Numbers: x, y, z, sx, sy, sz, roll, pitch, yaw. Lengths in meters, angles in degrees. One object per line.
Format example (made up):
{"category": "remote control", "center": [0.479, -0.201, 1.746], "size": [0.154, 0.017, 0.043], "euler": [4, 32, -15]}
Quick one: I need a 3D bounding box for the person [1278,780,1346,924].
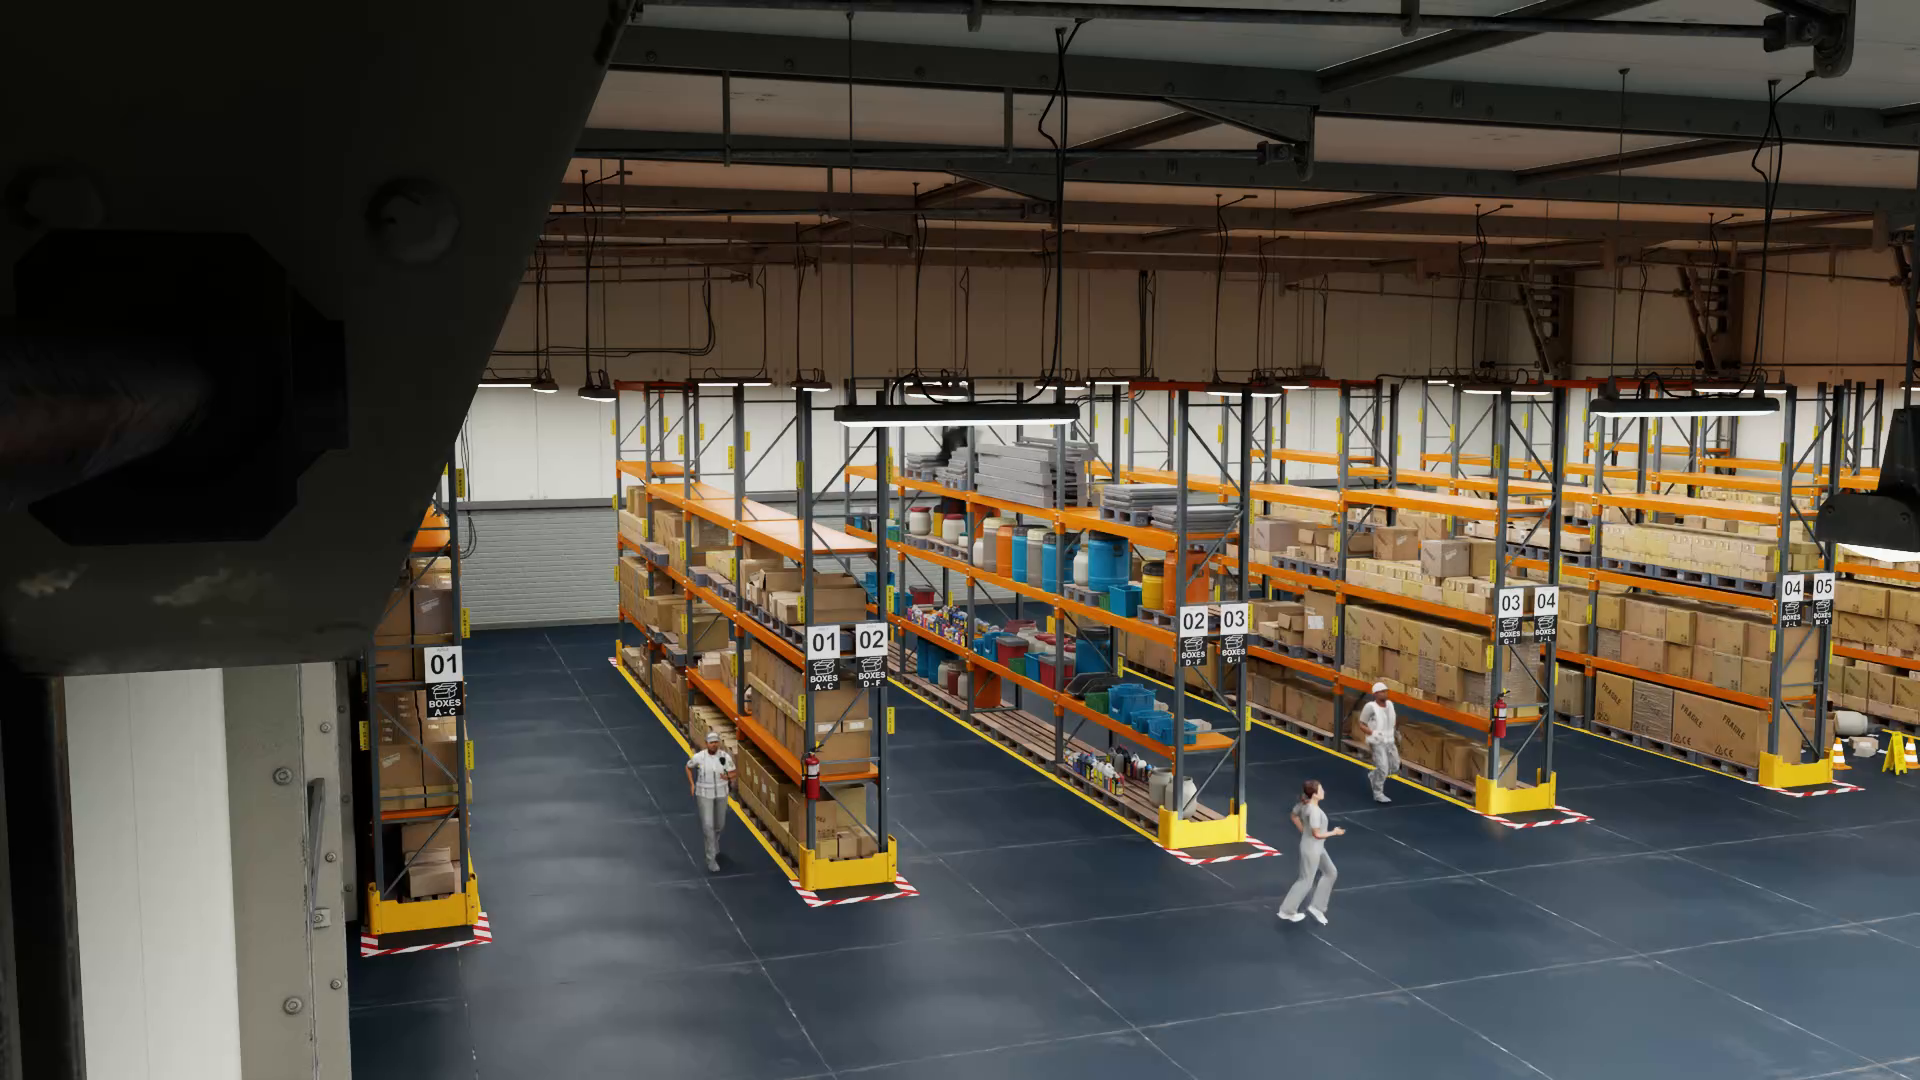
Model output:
{"category": "person", "center": [3.960, 3.533, 18.728], "size": [0.731, 1.710, 0.542], "euler": [1, 6, 7]}

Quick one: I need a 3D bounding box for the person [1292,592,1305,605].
{"category": "person", "center": [8.355, 1.174, 41.030], "size": [0.702, 1.644, 0.528], "euler": [-5, 8, -38]}

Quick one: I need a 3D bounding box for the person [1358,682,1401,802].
{"category": "person", "center": [6.089, 2.922, 24.105], "size": [0.679, 1.733, 0.621], "euler": [-3, 7, -29]}

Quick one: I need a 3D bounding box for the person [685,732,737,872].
{"category": "person", "center": [-3.133, 3.263, 21.084], "size": [0.595, 1.685, 0.885], "euler": [-3, 7, -23]}
